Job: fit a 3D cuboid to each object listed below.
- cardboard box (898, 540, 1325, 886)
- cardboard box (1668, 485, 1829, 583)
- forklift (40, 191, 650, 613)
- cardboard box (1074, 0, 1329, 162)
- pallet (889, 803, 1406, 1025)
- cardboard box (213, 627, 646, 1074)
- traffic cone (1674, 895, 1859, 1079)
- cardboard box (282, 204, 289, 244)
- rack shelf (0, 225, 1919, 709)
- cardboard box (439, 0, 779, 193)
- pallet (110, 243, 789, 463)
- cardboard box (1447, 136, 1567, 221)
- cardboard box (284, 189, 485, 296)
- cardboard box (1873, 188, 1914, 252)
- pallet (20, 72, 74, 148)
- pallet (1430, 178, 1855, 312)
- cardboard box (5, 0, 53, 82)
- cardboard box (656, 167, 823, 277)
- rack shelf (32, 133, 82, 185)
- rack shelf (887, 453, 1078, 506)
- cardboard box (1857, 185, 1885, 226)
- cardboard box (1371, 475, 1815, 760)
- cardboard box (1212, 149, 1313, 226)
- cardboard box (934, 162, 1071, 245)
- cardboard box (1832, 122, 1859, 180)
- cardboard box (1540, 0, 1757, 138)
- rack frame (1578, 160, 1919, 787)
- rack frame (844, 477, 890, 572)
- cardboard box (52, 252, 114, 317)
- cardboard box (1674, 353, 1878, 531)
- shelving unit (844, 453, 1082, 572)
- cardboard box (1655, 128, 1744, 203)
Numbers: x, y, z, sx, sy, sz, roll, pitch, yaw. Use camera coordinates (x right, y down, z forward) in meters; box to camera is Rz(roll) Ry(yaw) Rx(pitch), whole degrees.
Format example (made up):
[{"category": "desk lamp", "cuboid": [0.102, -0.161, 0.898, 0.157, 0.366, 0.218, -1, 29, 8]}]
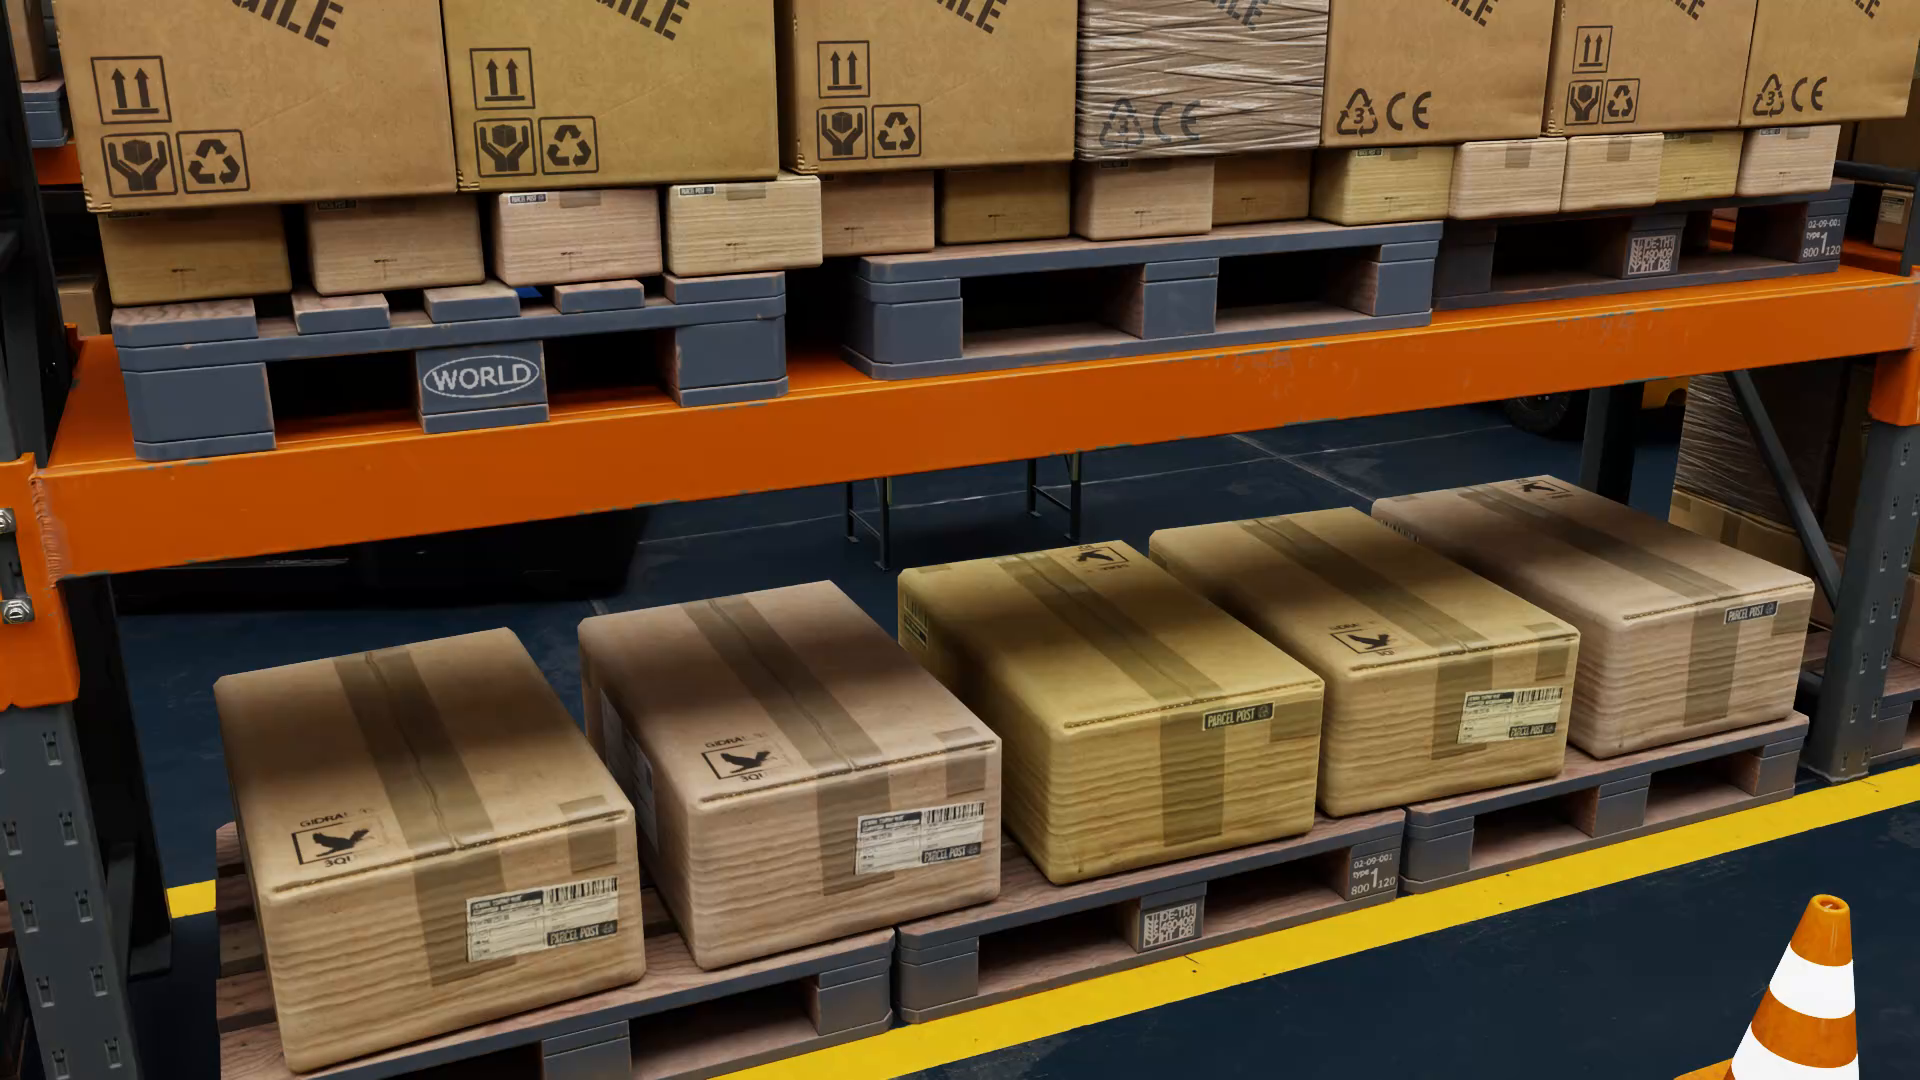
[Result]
[{"category": "cardboard box", "cuboid": [0.305, 0.352, 3.829, 0.625, 0.372, 0.950, -7, 21, -20]}, {"category": "cardboard box", "cuboid": [2.519, -0.007, 5.034, 0.500, 0.250, 0.500, -7, 21, -19]}, {"category": "forklift", "cuboid": [-2.641, -1.325, 5.372, 3.031, 2.935, 1.130, -1, 19, -4]}, {"category": "cardboard box", "cuboid": [0.337, -1.000, 3.116, 0.500, 0.500, 0.500, -9, 21, -24]}, {"category": "pallet", "cuboid": [0.246, 0.633, 3.905, 1.213, 0.211, 1.003, -8, 21, -22]}, {"category": "cardboard box", "cuboid": [-1.068, 0.550, 3.268, 0.625, 0.372, 0.950, -10, 22, -26]}, {"category": "traffic cone", "cuboid": [1.498, 0.840, 2.939, 0.334, 0.463, 0.336, -8, 21, -22]}, {"category": "cardboard box", "cuboid": [-1.165, -0.672, 3.160, 0.250, 0.149, 0.380, -8, 21, -21]}, {"category": "rack shelf", "cuboid": [0.246, -0.344, 3.566, 4.000, 0.370, 1.077, -8, 21, -22]}, {"category": "cardboard box", "cuboid": [-0.610, -0.865, 2.732, 0.500, 0.500, 0.500, -7, 21, -19]}, {"category": "pallet", "cuboid": [-0.978, -0.456, 3.089, 1.003, 0.211, 1.213, -8, 21, -22]}, {"category": "cardboard box", "cuboid": [1.015, -0.765, 3.425, 0.250, 0.149, 0.380, -8, 21, -21]}, {"category": "cardboard box", "cuboid": [-0.945, -0.513, 2.708, 0.250, 0.149, 0.380, -10, 22, -25]}, {"category": "cardboard box", "cuboid": [2.499, -0.772, 4.075, 0.250, 0.149, 0.380, -8, 21, -22]}, {"category": "pallet", "cuboid": [-4.154, -1.732, 6.715, 1.003, 0.211, 1.213, -8, 21, -22]}, {"category": "pallet", "cuboid": [1.323, -0.800, 4.066, 1.213, 0.211, 1.003, -8, 21, -22]}, {"category": "cardboard box", "cuboid": [-4.094, -2.159, 6.853, 0.500, 0.500, 0.500, -7, 21, -19]}, {"category": "cardboard box", "cuboid": [-0.415, -0.565, 2.855, 0.250, 0.149, 0.380, -8, 21, -22]}, {"category": "rack shelf", "cuboid": [-5.396, -1.331, 6.369, 4.000, 0.370, 1.077, -8, 21, -22]}, {"category": "rack shelf", "cuboid": [0.006, -0.401, 5.884, 0.720, 0.370, 0.431, -8, 21, -22]}, {"category": "cardboard box", "cuboid": [2.483, -0.998, 4.719, 0.250, 0.149, 0.380, -8, 21, -21]}, {"category": "cardboard box", "cuboid": [1.602, 0.165, 4.362, 0.625, 0.372, 0.950, -8, 21, -21]}, {"category": "cardboard box", "cuboid": [0.494, -0.741, 3.356, 0.250, 0.149, 0.380, -9, 21, -24]}, {"category": "cardboard box", "cuboid": [0.019, -0.669, 3.152, 0.250, 0.149, 0.380, -7, 21, -20]}, {"category": "cardboard box", "cuboid": [2.392, -1.268, 4.509, 0.500, 0.500, 0.500, -9, 21, -23]}, {"category": "cardboard box", "cuboid": [1.294, -1.136, 3.500, 0.500, 0.500, 0.500, -8, 21, -22]}, {"category": "rack frame", "cuboid": [2.082, -0.946, 4.194, 0.127, 3.000, 1.000, -8, 21, -22]}, {"category": "rack frame", "cuboid": [-0.330, -0.660, 5.639, 0.023, 1.500, 0.400, -8, 21, -22]}, {"category": "cardboard box", "cuboid": [-4.058, -0.983, 7.427, 0.500, 0.500, 0.500, -7, 21, -20]}, {"category": "cardboard box", "cuboid": [2.519, -0.361, 4.909, 0.500, 0.500, 0.500, -8, 21, -23]}, {"category": "shelving unit", "cuboid": [0.006, -0.708, 5.775, 0.755, 1.500, 0.431, -8, 21, -22]}, {"category": "cardboard box", "cuboid": [1.470, -0.845, 3.651, 0.250, 0.149, 0.380, -9, 21, -24]}]
